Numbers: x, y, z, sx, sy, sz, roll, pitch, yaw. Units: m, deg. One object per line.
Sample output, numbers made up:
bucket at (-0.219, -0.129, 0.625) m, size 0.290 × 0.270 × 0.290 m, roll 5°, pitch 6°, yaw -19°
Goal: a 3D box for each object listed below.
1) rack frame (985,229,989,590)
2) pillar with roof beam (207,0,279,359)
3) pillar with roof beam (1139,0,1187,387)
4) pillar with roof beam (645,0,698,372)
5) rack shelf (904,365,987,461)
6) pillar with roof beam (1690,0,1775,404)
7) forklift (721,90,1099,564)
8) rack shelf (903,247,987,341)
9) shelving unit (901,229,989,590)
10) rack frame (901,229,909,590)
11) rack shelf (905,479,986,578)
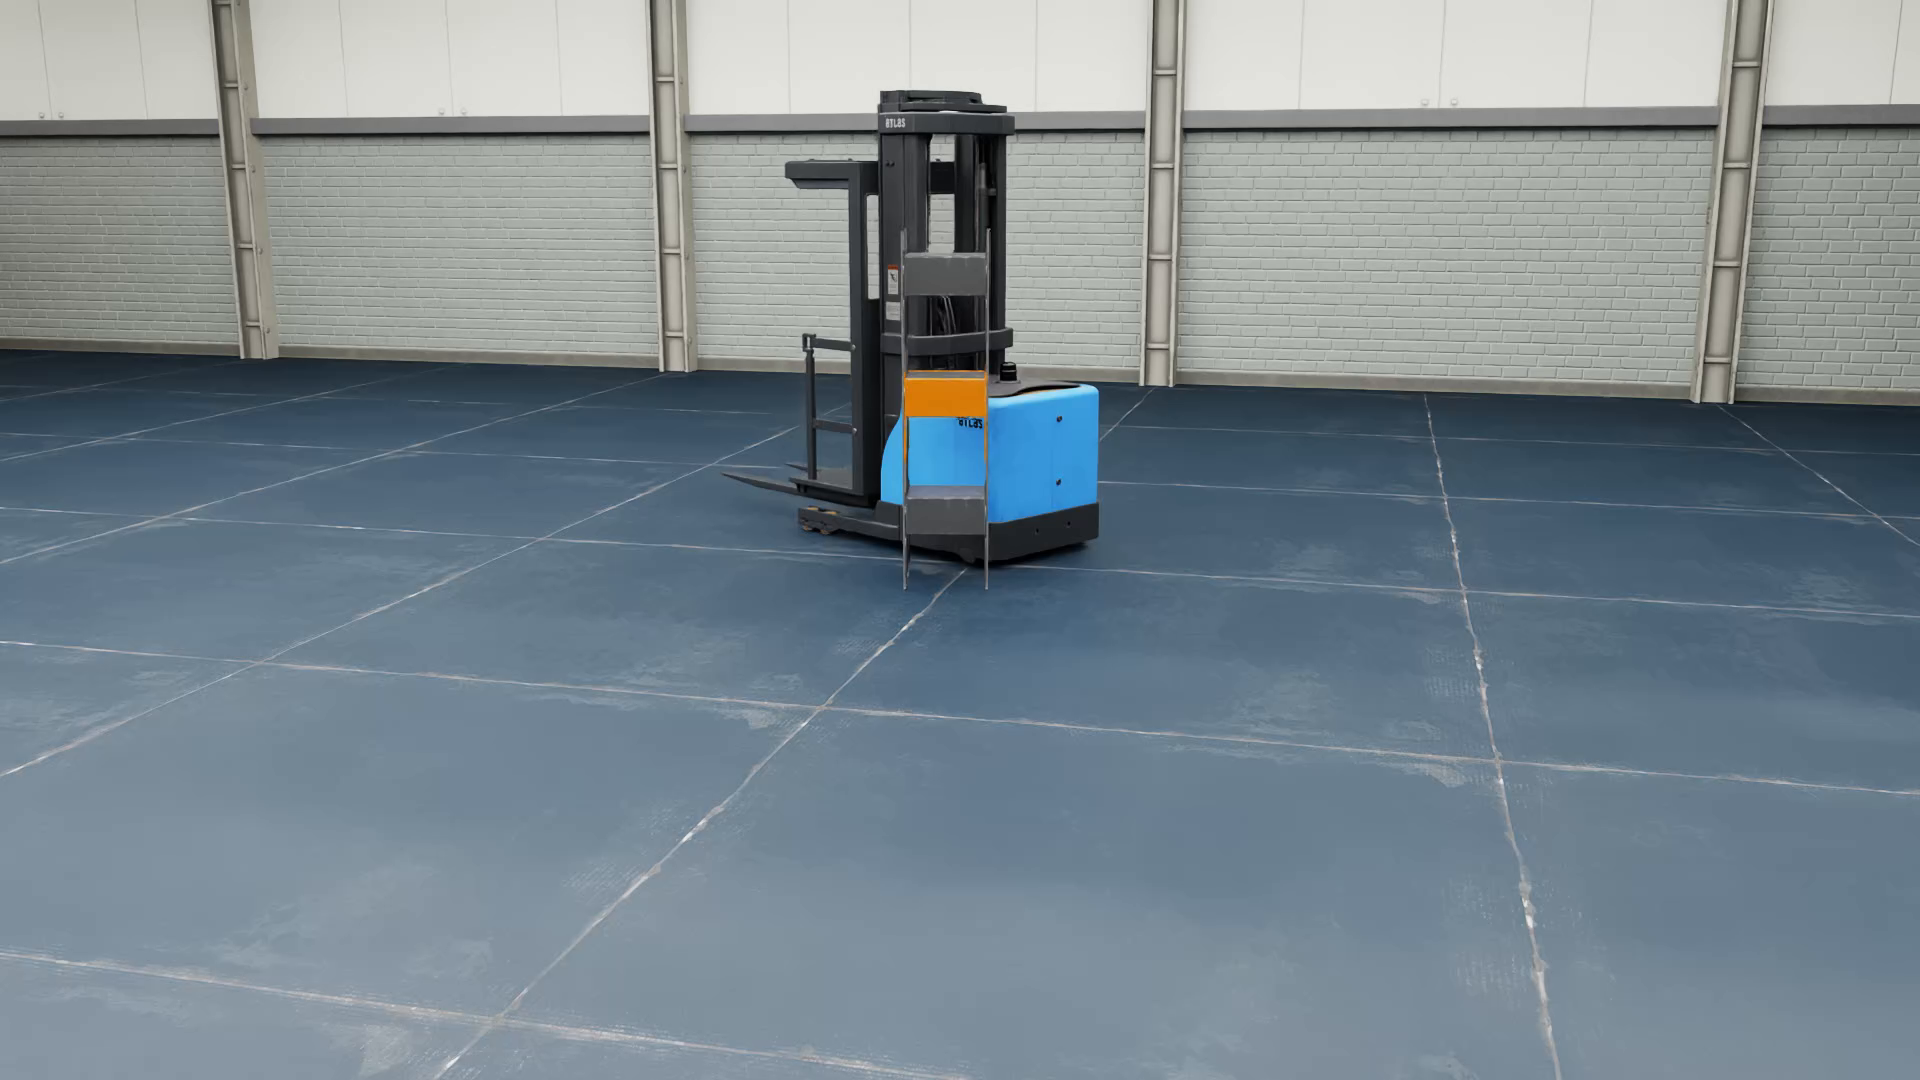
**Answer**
rack frame at (0.162, -0.770, 9.855) m, size 0.015 × 2.100 × 0.400 m, roll 0°, pitch 13°, yaw 1°
pillar with roof beam at (-10.373, -5.923, 17.155) m, size 0.400 × 9.000 × 9.100 m, roll 3°, pitch 13°, yaw 14°
pillar with roof beam at (1.277, -5.300, 14.348) m, size 0.400 × 9.000 × 9.100 m, roll 3°, pitch 13°, yaw 14°
pillar with roof beam at (-4.548, -5.612, 15.751) m, size 0.400 × 9.000 × 9.100 m, roll 3°, pitch 13°, yaw 14°
rack shelf at (-0.082, -0.757, 9.862) m, size 0.480 × 0.518 × 0.431 m, roll 0°, pitch 13°, yaw 1°
pillar with roof beam at (7.102, -4.989, 12.945) m, size 0.400 × 9.000 × 9.100 m, roll 3°, pitch 13°, yaw 14°
forklift at (-0.482, -1.535, 11.384) m, size 3.031 × 2.935 × 1.130 m, roll 12°, pitch 17°, yaw 43°
rack shelf at (-0.082, -1.441, 9.711) m, size 0.480 × 0.518 × 0.431 m, roll 0°, pitch 13°, yaw 1°
shelving unit at (-0.082, -0.771, 9.859) m, size 0.503 × 2.100 × 0.431 m, roll 0°, pitch 13°, yaw 1°
rack frame at (-0.326, -0.772, 9.864) m, size 0.015 × 2.100 × 0.400 m, roll 0°, pitch 13°, yaw 1°
rack shelf at (-0.082, -0.074, 10.014) m, size 0.480 × 0.518 × 0.431 m, roll 0°, pitch 13°, yaw 1°
